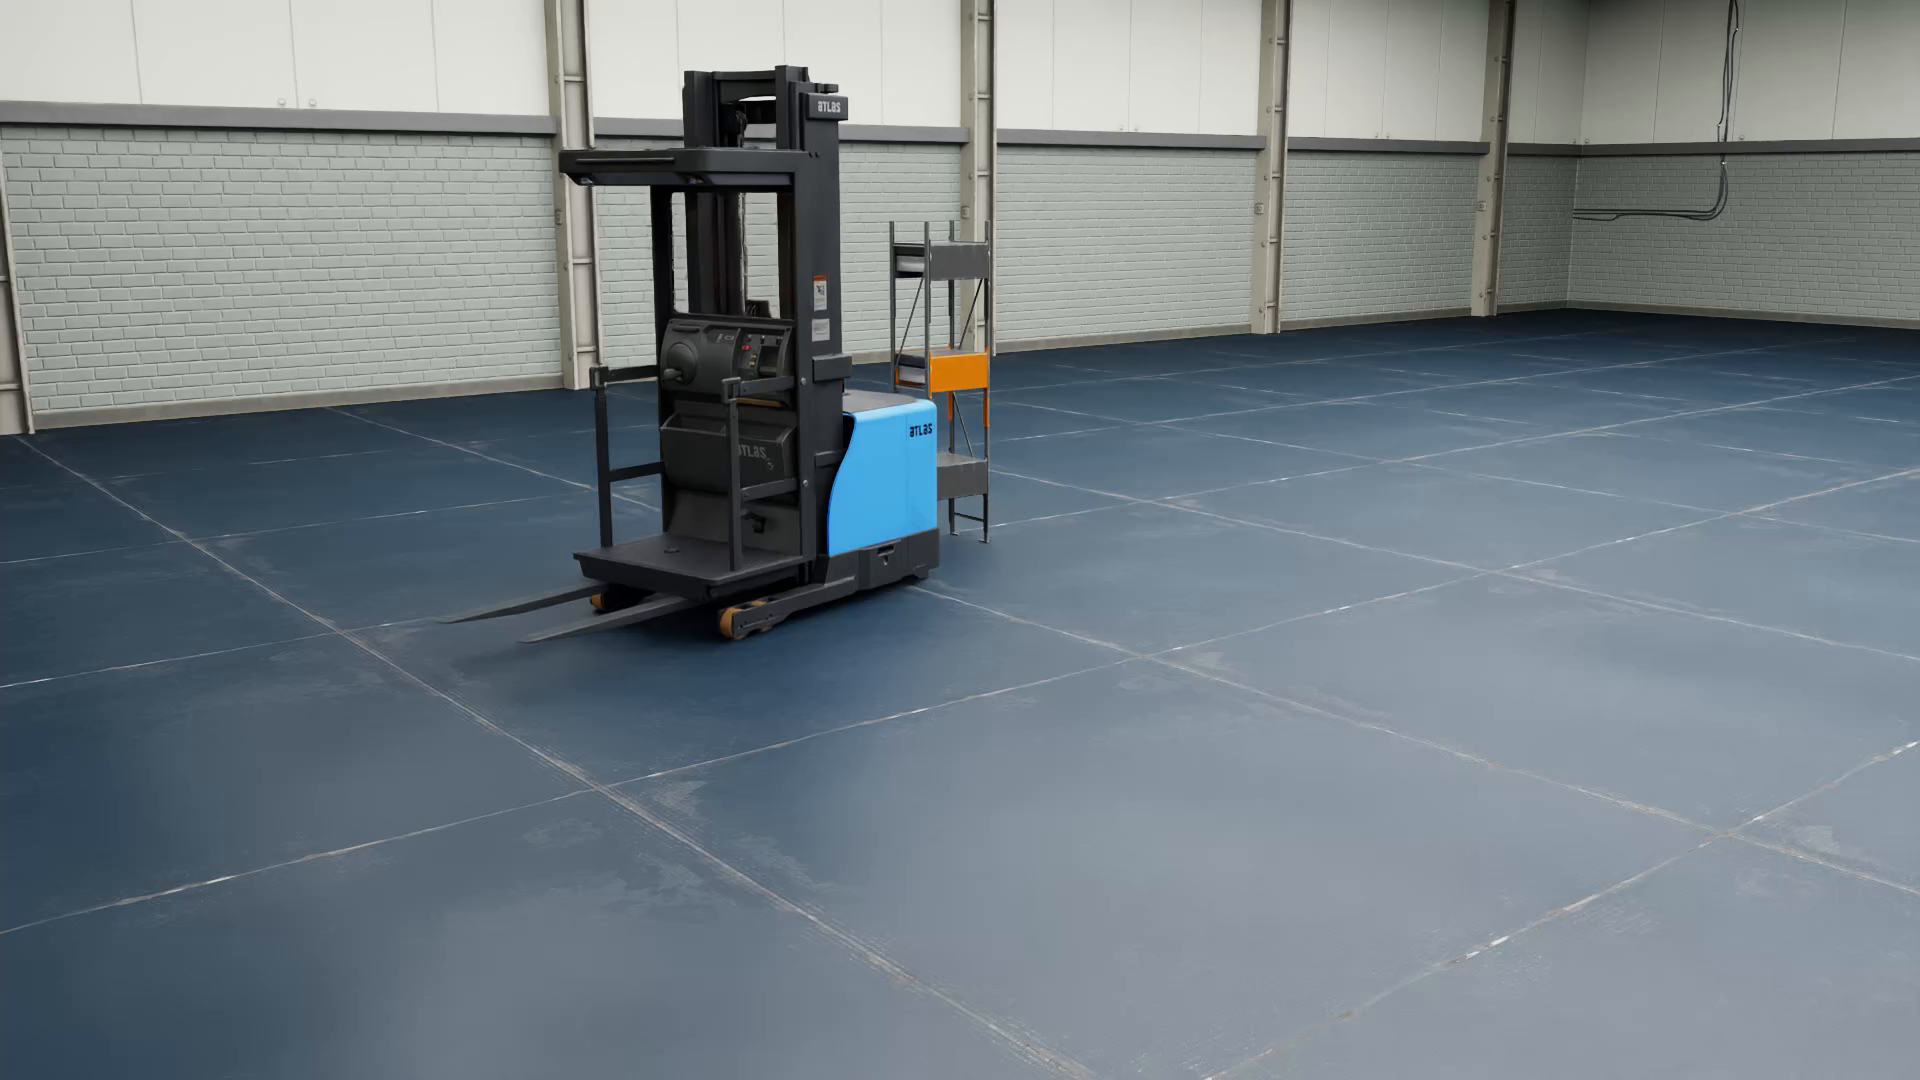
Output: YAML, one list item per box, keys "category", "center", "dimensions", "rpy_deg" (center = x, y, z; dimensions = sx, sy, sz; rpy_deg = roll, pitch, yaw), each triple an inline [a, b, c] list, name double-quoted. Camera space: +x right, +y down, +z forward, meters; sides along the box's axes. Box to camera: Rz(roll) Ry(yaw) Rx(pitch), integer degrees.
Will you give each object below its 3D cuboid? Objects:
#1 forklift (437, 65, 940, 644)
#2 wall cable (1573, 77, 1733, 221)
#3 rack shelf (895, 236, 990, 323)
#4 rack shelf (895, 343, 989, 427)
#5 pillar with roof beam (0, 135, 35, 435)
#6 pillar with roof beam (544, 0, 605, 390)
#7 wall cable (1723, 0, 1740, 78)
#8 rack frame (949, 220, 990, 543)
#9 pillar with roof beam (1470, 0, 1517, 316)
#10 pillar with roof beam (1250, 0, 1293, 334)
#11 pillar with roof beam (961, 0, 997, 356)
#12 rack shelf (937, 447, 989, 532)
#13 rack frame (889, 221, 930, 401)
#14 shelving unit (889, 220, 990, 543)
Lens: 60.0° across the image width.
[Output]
- category: "forklift"
  center: [-1.404, -1.028, 8.914]
  dimensions: [1.130, 2.935, 3.031]
  rpy_deg: [9, 15, 36]
- category: "wall cable"
  center: [12.751, -7.186, 30.781]
  dimensions: [0.112, 2.526, 3.097]
  rpy_deg: [-9, 15, -38]
- category: "rack shelf"
  center: [-0.129, -1.677, 10.667]
  dimensions: [0.480, 0.518, 0.431]
  rpy_deg: [-9, 15, -38]
- category: "rack shelf"
  center: [-0.129, -0.992, 10.812]
  dimensions: [0.480, 0.518, 0.431]
  rpy_deg: [-9, 15, -38]
- category: "pillar with roof beam"
  center: [-6.427, -4.725, 11.714]
  dimensions: [0.400, 9.000, 9.100]
  rpy_deg: [-9, 15, -38]
- category: "pillar with roof beam"
  center: [-1.742, -5.503, 15.381]
  dimensions: [0.400, 9.000, 9.100]
  rpy_deg: [-9, 15, -38]
- category: "wall cable"
  center: [14.441, -9.218, 28.190]
  dimensions: [0.112, 2.526, 3.097]
  rpy_deg: [-9, 15, -38]
- category: "rack frame"
  center: [0.061, -1.037, 10.959]
  dimensions: [0.015, 2.100, 0.400]
  rpy_deg: [-9, 15, -38]
- category: "pillar with roof beam"
  center: [12.314, -7.839, 26.380]
  dimensions: [0.400, 9.000, 9.100]
  rpy_deg: [-9, 15, -38]
- category: "pillar with roof beam"
  center: [7.629, -7.060, 22.714]
  dimensions: [0.400, 9.000, 9.100]
  rpy_deg: [-9, 15, -38]
- category: "pillar with roof beam"
  center: [2.944, -6.282, 19.047]
  dimensions: [0.400, 9.000, 9.100]
  rpy_deg: [-9, 15, -38]
- category: "rack shelf"
  center: [-0.129, -0.308, 10.958]
  dimensions: [0.480, 0.518, 0.431]
  rpy_deg: [-9, 15, -38]
- category: "rack frame"
  center: [-0.320, -0.974, 10.660]
  dimensions: [0.015, 2.100, 0.400]
  rpy_deg: [-9, 15, -38]
- category: "shelving unit"
  center: [-0.129, -1.006, 10.810]
  dimensions: [0.503, 2.100, 0.431]
  rpy_deg: [-9, 15, -38]
